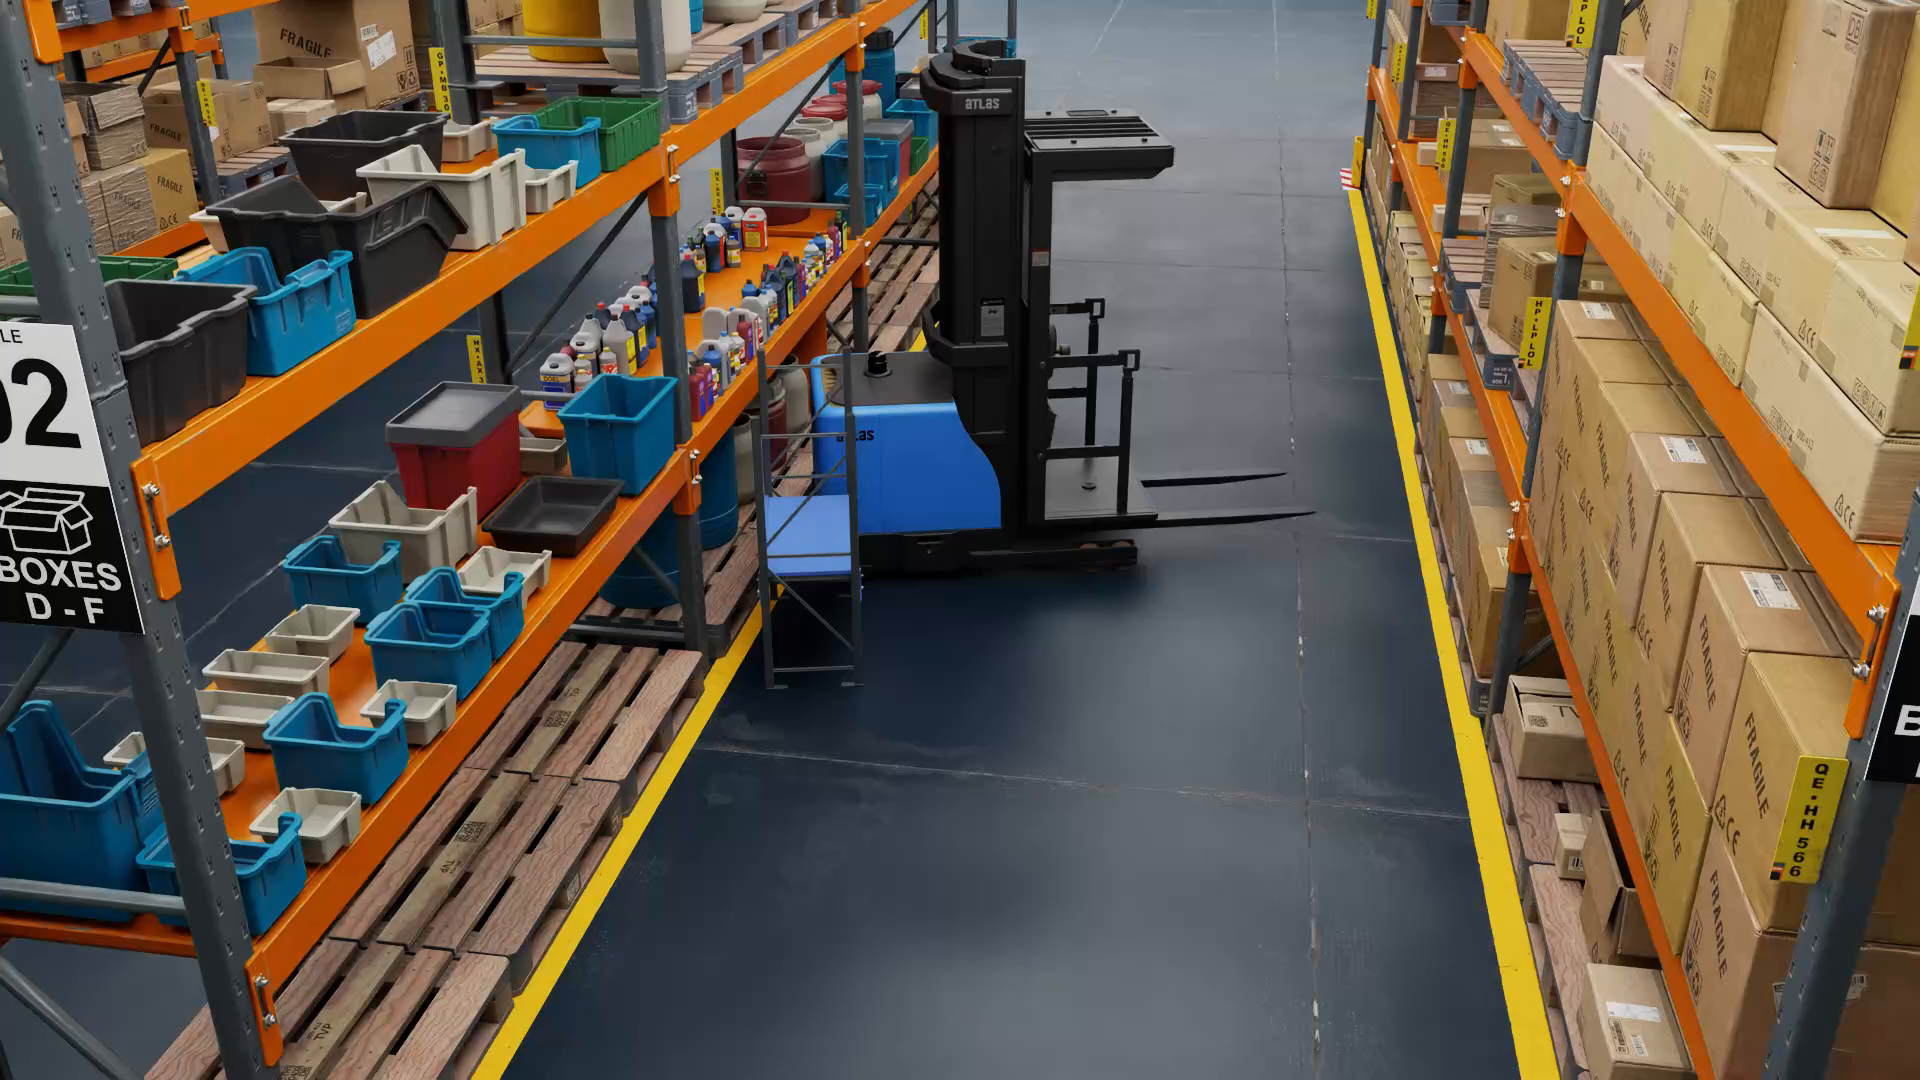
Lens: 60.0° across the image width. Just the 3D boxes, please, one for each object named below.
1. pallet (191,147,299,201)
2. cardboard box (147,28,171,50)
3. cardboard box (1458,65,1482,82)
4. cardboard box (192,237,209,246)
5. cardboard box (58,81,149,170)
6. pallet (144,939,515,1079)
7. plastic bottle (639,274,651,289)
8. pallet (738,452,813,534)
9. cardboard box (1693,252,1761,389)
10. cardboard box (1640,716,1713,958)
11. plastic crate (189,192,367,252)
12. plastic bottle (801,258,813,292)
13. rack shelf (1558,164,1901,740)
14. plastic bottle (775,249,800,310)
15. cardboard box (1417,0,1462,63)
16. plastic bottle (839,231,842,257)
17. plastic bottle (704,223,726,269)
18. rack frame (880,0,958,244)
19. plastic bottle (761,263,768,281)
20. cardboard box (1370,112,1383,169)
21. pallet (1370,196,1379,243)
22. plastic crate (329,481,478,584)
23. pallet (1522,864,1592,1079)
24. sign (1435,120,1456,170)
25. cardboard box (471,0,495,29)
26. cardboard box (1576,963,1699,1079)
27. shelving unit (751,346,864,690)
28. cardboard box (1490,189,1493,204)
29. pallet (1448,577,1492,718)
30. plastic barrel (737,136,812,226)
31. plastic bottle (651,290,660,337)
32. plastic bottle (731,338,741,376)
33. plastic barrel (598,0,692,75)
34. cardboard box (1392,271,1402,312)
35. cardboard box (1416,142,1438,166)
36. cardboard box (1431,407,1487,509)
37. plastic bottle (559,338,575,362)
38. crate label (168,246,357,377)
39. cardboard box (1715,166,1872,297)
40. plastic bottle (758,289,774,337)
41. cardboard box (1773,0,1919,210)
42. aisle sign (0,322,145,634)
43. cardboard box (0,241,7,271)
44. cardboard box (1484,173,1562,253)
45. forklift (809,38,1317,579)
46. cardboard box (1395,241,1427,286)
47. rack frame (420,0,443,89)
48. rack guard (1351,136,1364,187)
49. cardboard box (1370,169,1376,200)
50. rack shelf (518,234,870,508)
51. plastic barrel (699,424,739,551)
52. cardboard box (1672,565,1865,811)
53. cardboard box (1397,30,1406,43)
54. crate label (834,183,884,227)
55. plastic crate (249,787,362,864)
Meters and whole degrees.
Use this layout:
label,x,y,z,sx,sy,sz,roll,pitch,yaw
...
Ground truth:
label,x,y,z,sx,sy,sz,roll,pitch,yaw
pallet,-6.045,-2.921,13.178,1.213,0.211,1.003,4,25,9
cardboard box,-9.710,-6.112,19.592,0.875,0.550,0.550,4,25,9
cardboard box,4.605,-4.125,14.642,0.380,0.149,0.250,4,25,8
cardboard box,-5.977,-2.391,13.365,0.500,0.250,0.500,5,26,11
cardboard box,-6.192,-2.897,11.600,0.797,0.503,0.637,5,26,10
pallet,-2.305,1.908,5.926,1.003,0.211,1.213,4,25,9
plastic bottle,-1.884,-1.437,9.920,0.061,0.283,0.133,4,25,9
pallet,-1.460,-0.255,10.545,1.003,0.211,1.213,4,25,9
cardboard box,2.394,-0.610,4.655,0.500,0.250,0.500,4,25,9
cardboard box,2.294,0.863,4.750,0.500,0.500,0.500,4,25,9
plastic crate,-2.385,-1.134,5.906,0.437,0.136,0.530,4,25,9
plastic bottle,-0.986,-1.682,10.540,0.097,0.201,0.097,0,25,0
rack shelf,2.735,-0.538,5.170,1.077,0.370,4.000,4,25,9
plastic bottle,-1.069,-1.596,10.180,0.144,0.351,0.185,4,25,9
cardboard box,4.436,-4.506,14.690,0.700,0.500,0.500,4,25,9
plastic bottle,-0.852,-2.023,11.269,0.097,0.201,0.097,0,25,0
plastic bottle,-1.636,-1.951,11.026,0.152,0.276,0.135,4,25,9
rack frame,-0.517,-4.032,15.325,1.000,3.000,0.127,4,25,9
plastic bottle,-1.175,-1.562,10.186,0.061,0.283,0.133,4,25,9
cardboard box,4.636,-4.226,17.605,0.500,0.500,0.500,4,25,9
pallet,4.738,-3.266,16.978,1.003,0.211,1.213,4,25,9
plastic crate,-2.255,-0.034,6.853,0.437,0.282,0.530,4,25,9
pallet,2.752,1.721,6.325,1.003,0.211,1.213,4,25,9
sign,3.168,-2.576,10.849,0.100,0.325,0.005,4,25,9
cardboard box,-4.998,-5.388,16.574,0.500,0.500,0.500,4,25,9
cardboard box,2.439,1.738,5.723,0.500,0.250,0.500,4,25,9
shelving unit,-0.796,-0.134,8.767,0.538,1.500,1.048,-2,25,-4
cardboard box,4.053,-2.335,11.804,0.500,0.311,0.500,4,25,8
pallet,3.158,0.579,8.764,1.003,0.211,1.213,4,25,9
plastic barrel,-1.393,-2.636,12.182,0.600,0.536,0.708,4,25,9
plastic bottle,-1.750,-1.331,9.707,0.097,0.271,0.097,0,25,0
plastic bottle,-1.251,-1.004,9.090,0.097,0.201,0.097,0,25,0
plastic barrel,-1.491,-2.499,7.857,0.433,0.535,0.433,0,25,0
cardboard box,3.892,-2.050,13.839,0.500,0.250,0.500,3,25,7
cardboard box,4.023,-3.217,13.881,0.380,0.149,0.250,4,25,9
cardboard box,3.193,-0.482,10.171,0.500,0.500,0.500,4,25,8
plastic bottle,-2.086,-0.920,8.816,0.061,0.283,0.133,4,25,9
crate label,-2.008,-0.668,4.775,0.408,0.251,0.502,4,25,9
cardboard box,2.408,-0.836,4.546,0.500,0.250,0.500,4,25,9
plastic bottle,-1.137,-1.326,9.696,0.097,0.271,0.097,0,25,0
cardboard box,2.618,-1.161,4.356,0.700,0.500,0.500,4,25,9
aisle sign,-2.196,-0.140,3.944,0.394,0.787,0.004,4,25,9
cardboard box,-6.225,-1.669,10.160,0.500,0.500,0.500,3,25,7
cardboard box,3.724,-1.979,10.325,0.700,0.500,0.500,-4,25,-9
forklift,0.626,-1.360,9.698,3.031,2.935,1.130,-3,25,-6
cardboard box,3.886,-2.305,13.722,0.500,0.311,0.500,3,25,7
rack frame,-5.403,-4.375,16.059,1.000,3.000,0.127,4,25,9
rack guard,5.027,-4.238,18.714,1.175,0.500,0.348,4,25,9
cardboard box,4.556,-3.678,17.317,0.500,0.250,0.500,4,25,9
rack shelf,-1.497,-1.197,10.117,1.077,0.370,4.000,4,25,9
plastic barrel,-1.603,-0.448,9.649,0.600,0.901,0.708,4,25,9
cardboard box,2.292,0.417,4.524,0.500,0.500,0.500,5,25,10
cardboard box,4.495,-4.907,16.312,0.380,0.149,0.250,4,25,9
crate label,-0.732,-2.433,12.108,0.303,0.233,0.416,4,25,9
plastic crate,-1.979,0.870,5.093,0.250,0.136,0.298,4,25,9
